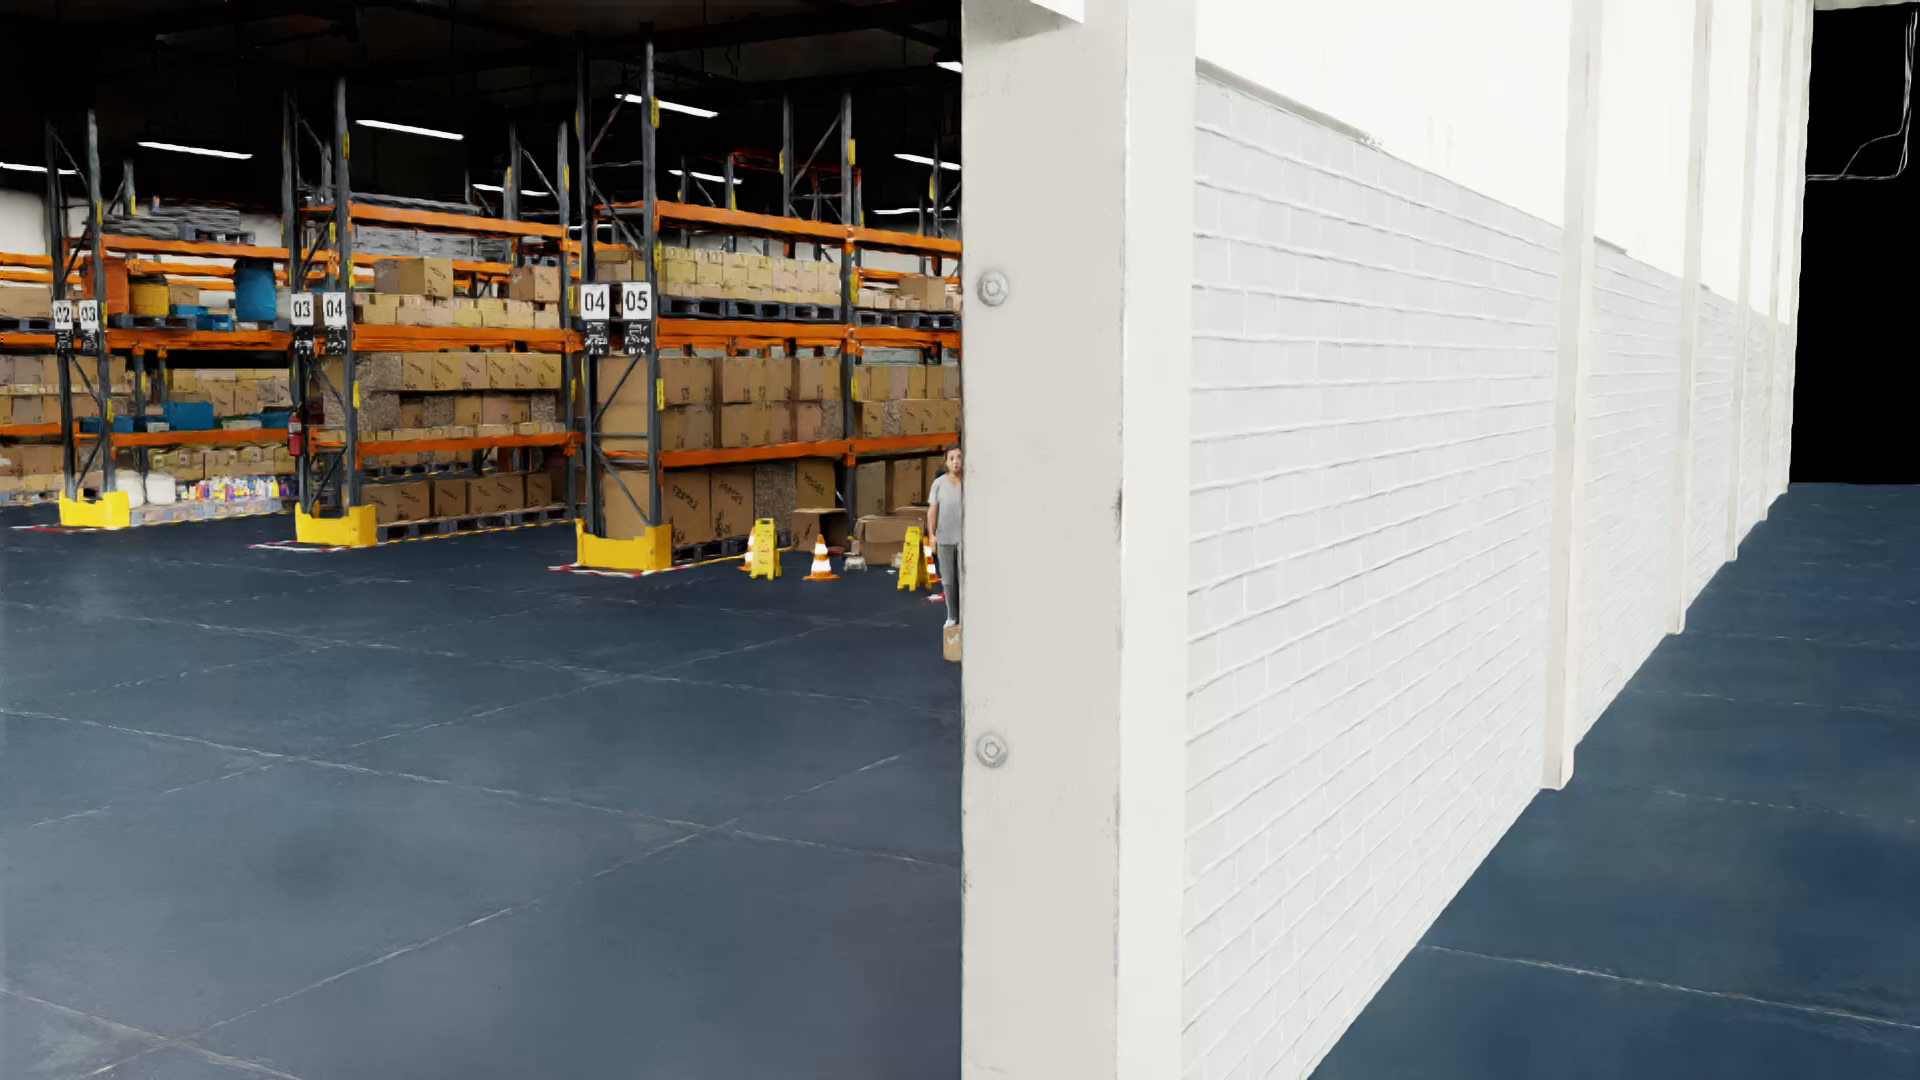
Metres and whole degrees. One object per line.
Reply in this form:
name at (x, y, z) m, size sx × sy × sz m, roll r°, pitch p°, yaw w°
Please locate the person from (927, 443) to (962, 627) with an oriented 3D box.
person at (-0.036, 0.003, 13.837) m, size 0.474 × 1.609 × 1.018 m, roll 1°, pitch 6°, yaw 8°
